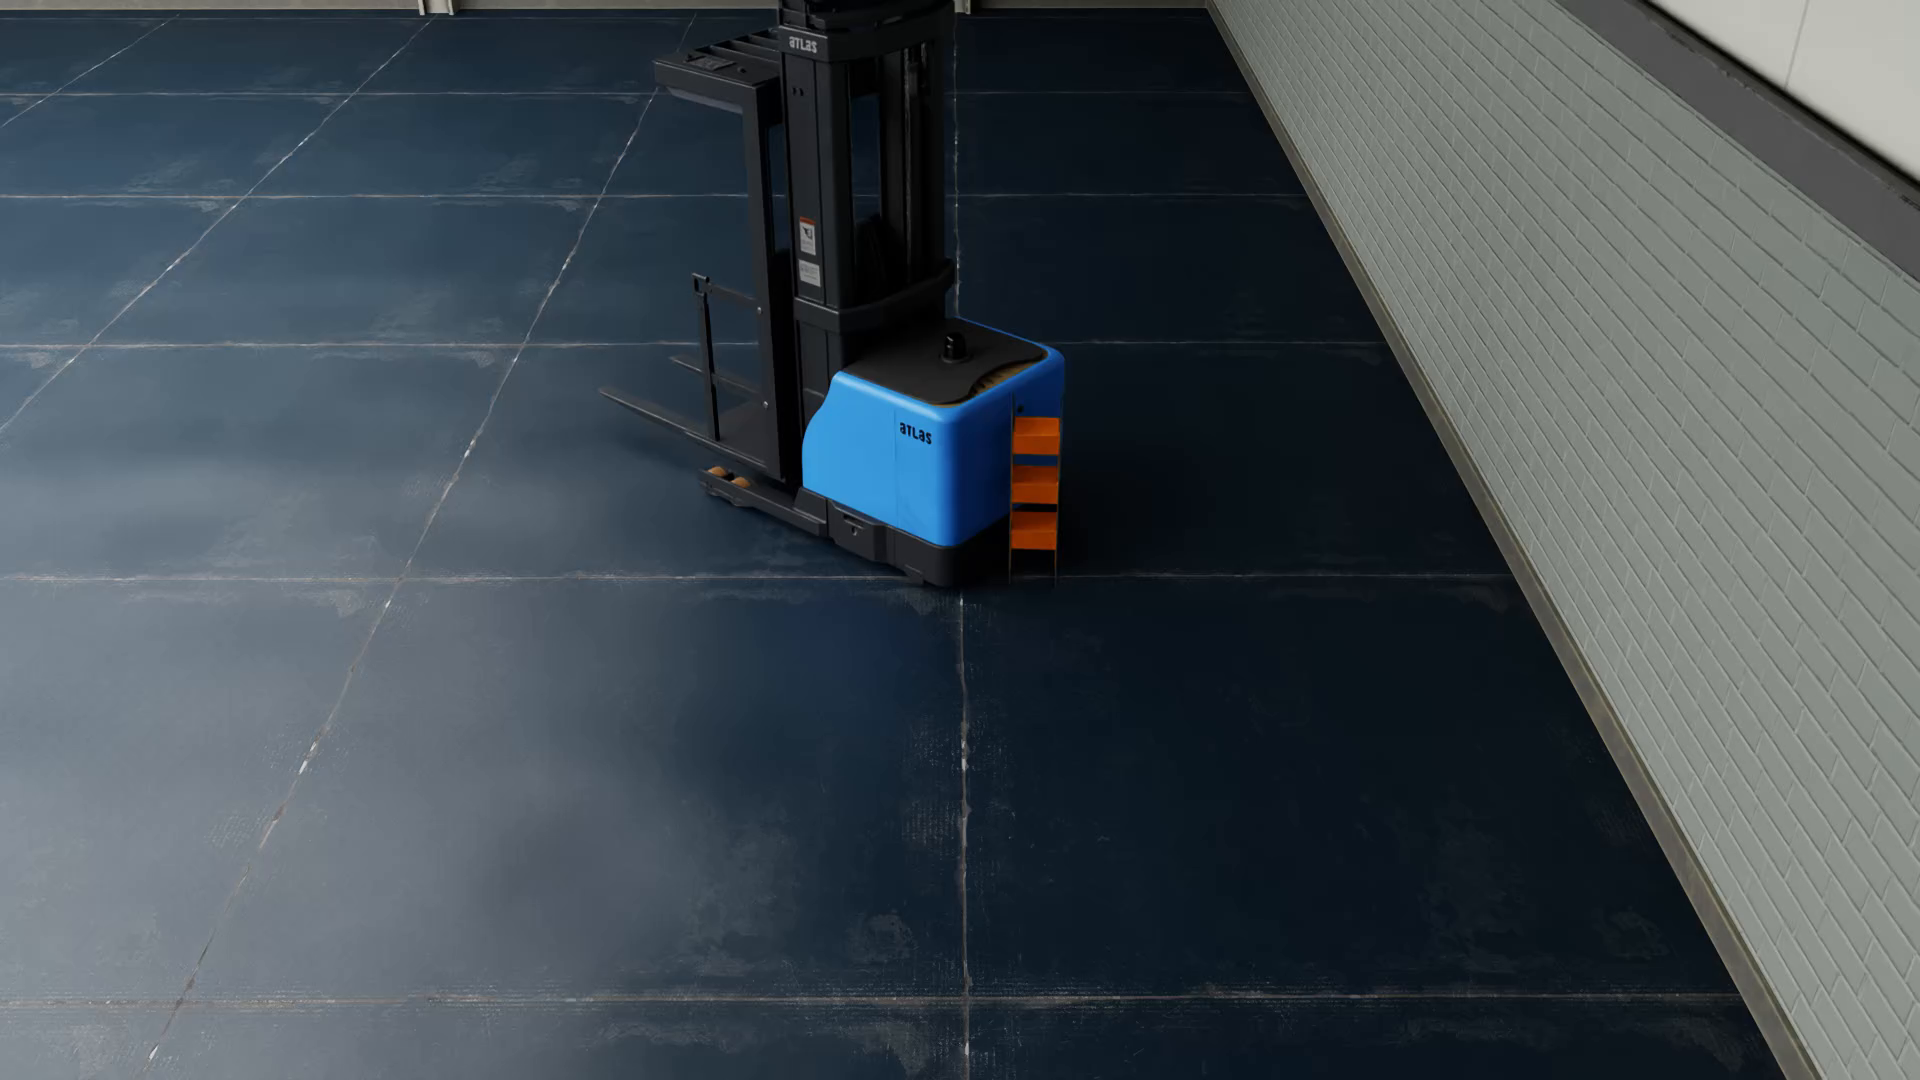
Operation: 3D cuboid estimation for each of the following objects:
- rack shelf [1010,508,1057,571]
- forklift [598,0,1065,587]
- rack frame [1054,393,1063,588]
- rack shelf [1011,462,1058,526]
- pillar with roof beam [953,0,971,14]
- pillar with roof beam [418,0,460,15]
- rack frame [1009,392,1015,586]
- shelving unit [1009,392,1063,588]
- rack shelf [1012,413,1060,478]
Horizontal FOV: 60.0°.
[{"bbox_3d":[0.390,-0.003,8.800,0.240,0.259,0.215,2,31,3],"label":"rack shelf"},{"bbox_3d":[-0.883,-1.633,9.115,3.031,2.935,1.130,23,38,33],"label":"forklift"},{"bbox_3d":[0.512,-0.246,8.643,0.008,1.050,0.200,2,31,3],"label":"rack frame"},{"bbox_3d":[0.390,-0.241,8.656,0.240,0.259,0.215,2,31,3],"label":"rack shelf"},{"bbox_3d":[-0.044,-7.806,13.440,0.400,9.000,9.100,0,31,0],"label":"pillar with roof beam"},{"bbox_3d":[-6.043,-7.787,13.409,0.400,9.000,9.100,0,31,0],"label":"pillar with roof beam"},{"bbox_3d":[0.268,-0.254,8.657,0.008,1.050,0.200,2,31,3],"label":"rack frame"},{"bbox_3d":[0.390,-0.250,8.650,0.252,1.050,0.215,2,31,3],"label":"shelving unit"},{"bbox_3d":[0.390,-0.484,8.508,0.240,0.259,0.215,2,31,3],"label":"rack shelf"}]
